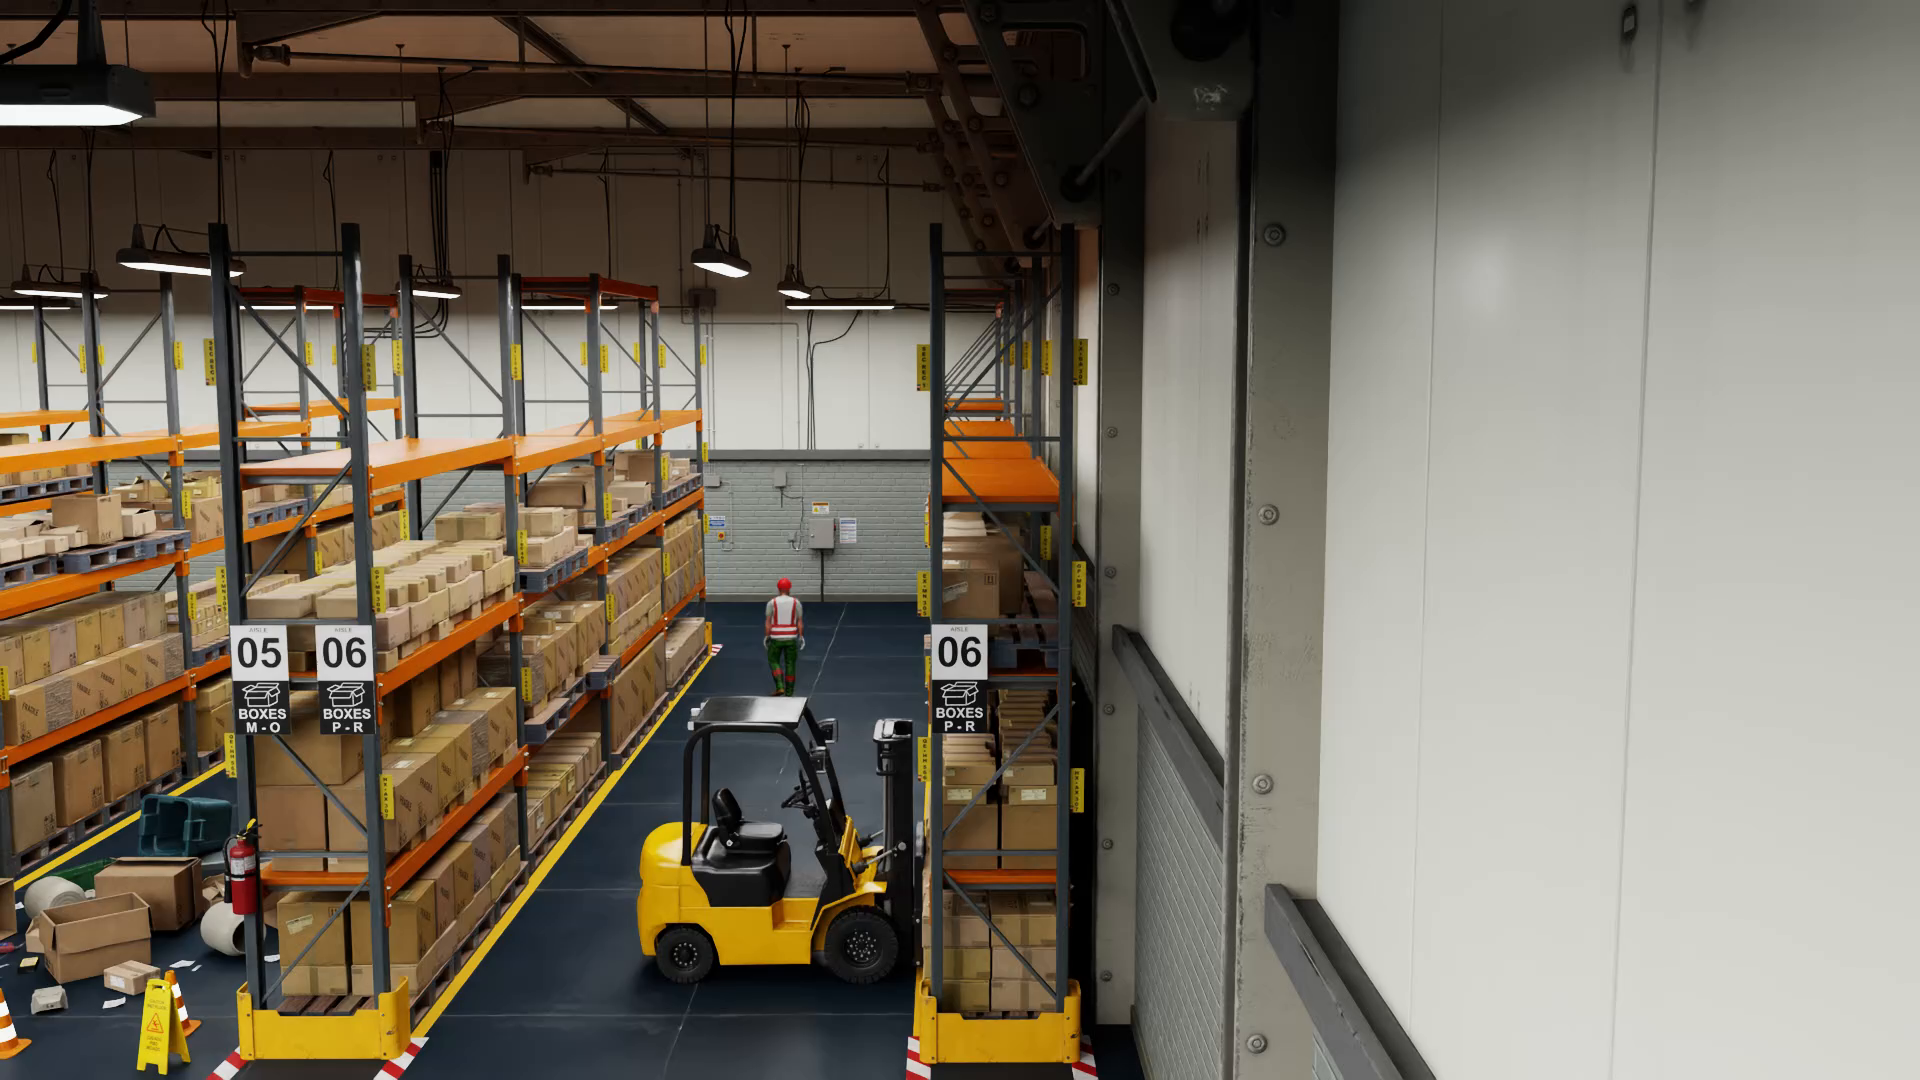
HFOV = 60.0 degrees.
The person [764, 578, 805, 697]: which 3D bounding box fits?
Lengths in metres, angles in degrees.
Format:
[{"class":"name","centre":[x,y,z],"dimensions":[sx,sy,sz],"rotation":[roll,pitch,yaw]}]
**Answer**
[{"class":"person","centre":[-2.560,1.450,24.261],"dimensions":[0.597,1.792,0.468],"rotation":[-1,7,-12]}]
